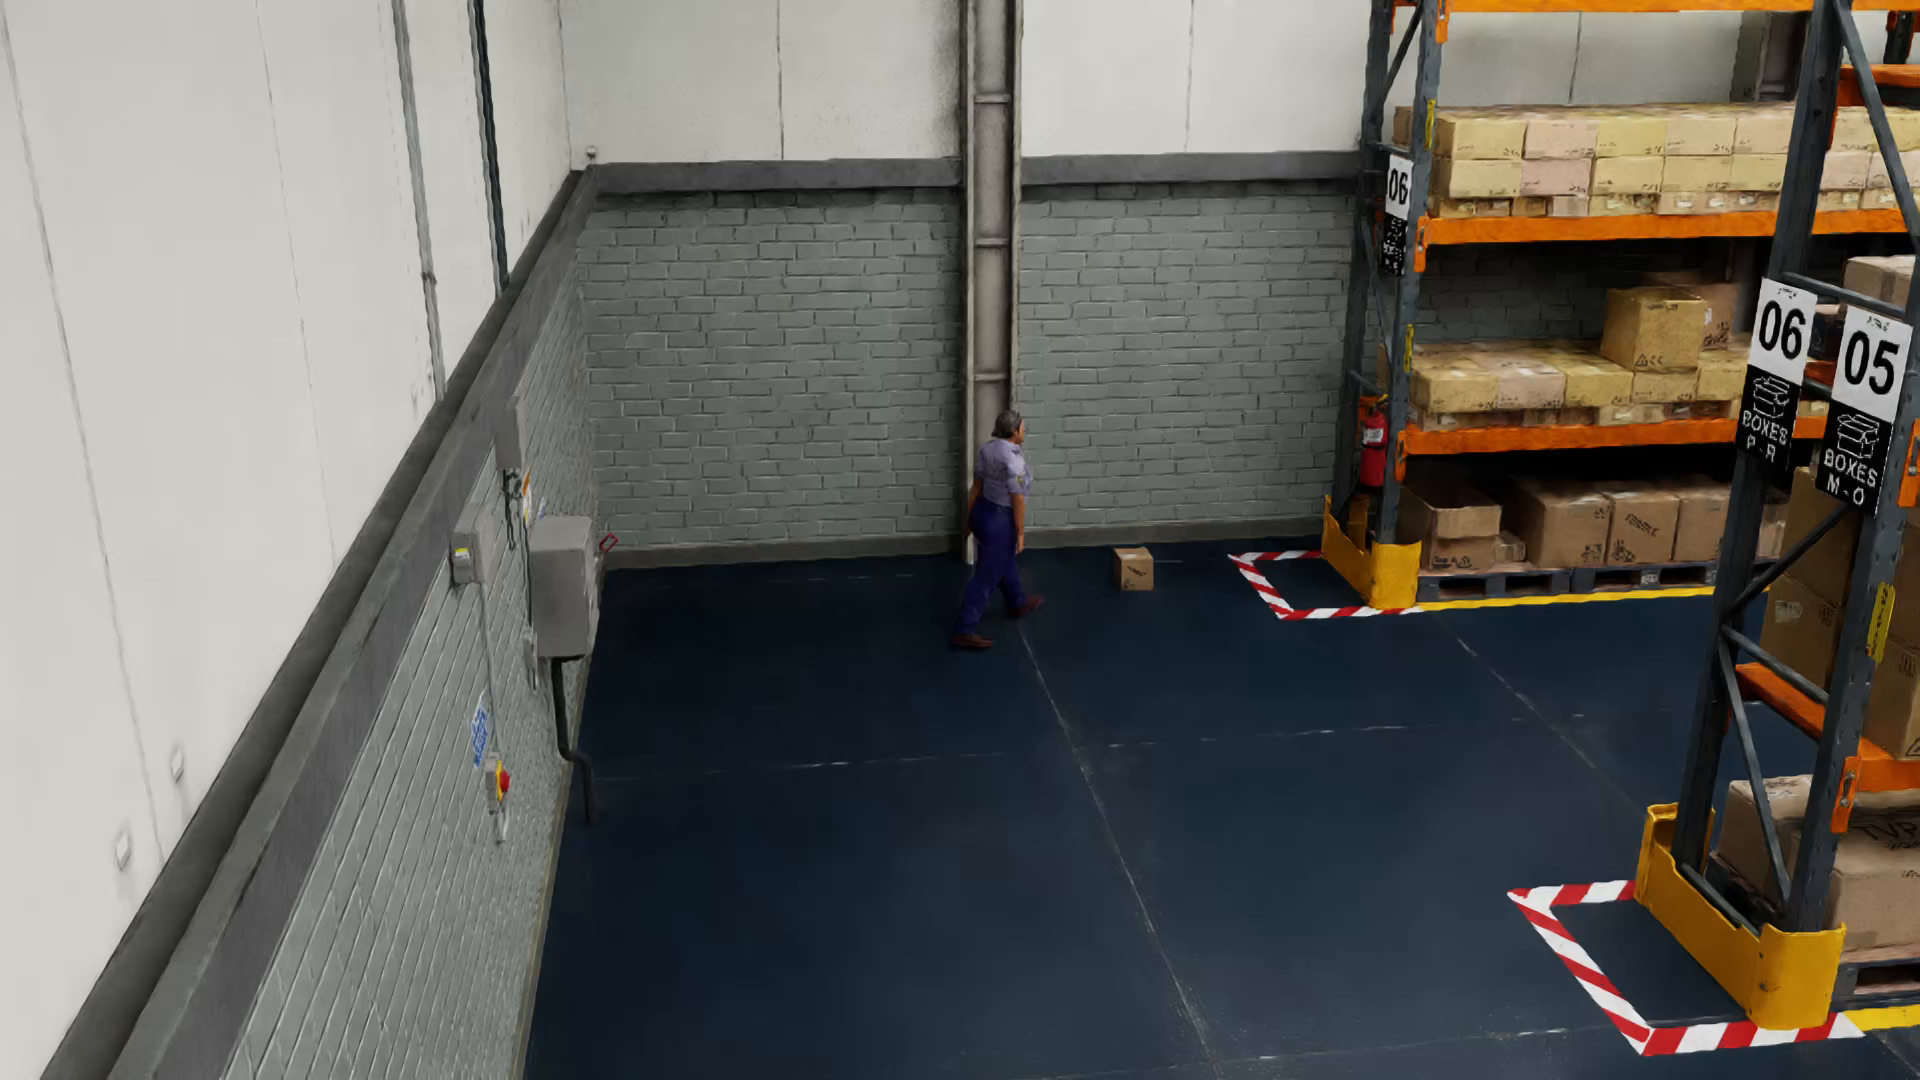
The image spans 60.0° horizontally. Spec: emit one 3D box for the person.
[{"bbox_3d":[0.296,-0.111,11.447,0.909,1.584,0.522,-11,23,-27],"label":"person"}]
